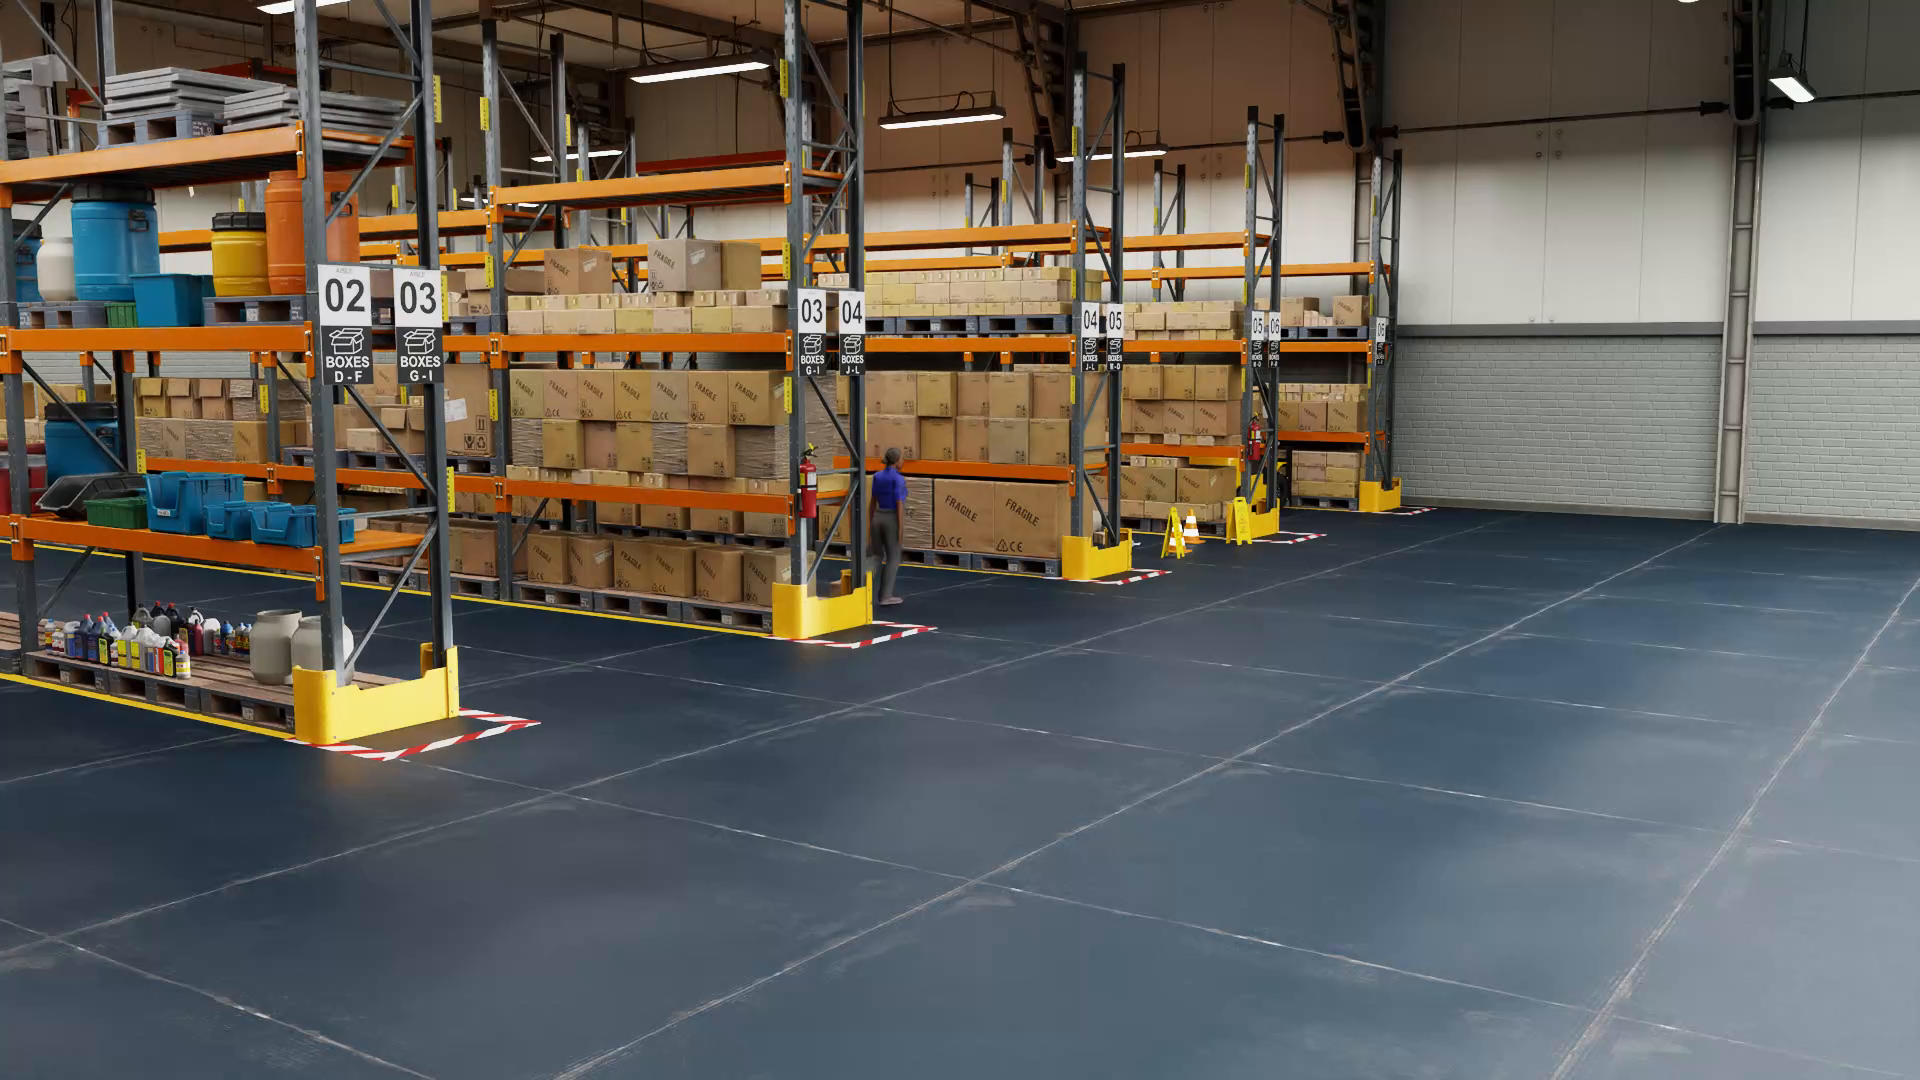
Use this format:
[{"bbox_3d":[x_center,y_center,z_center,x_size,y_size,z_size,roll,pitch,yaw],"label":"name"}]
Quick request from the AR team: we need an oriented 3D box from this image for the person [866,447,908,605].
[{"bbox_3d":[-0.829,-0.139,17.260,0.547,1.648,0.520,6,9,42],"label":"person"}]
